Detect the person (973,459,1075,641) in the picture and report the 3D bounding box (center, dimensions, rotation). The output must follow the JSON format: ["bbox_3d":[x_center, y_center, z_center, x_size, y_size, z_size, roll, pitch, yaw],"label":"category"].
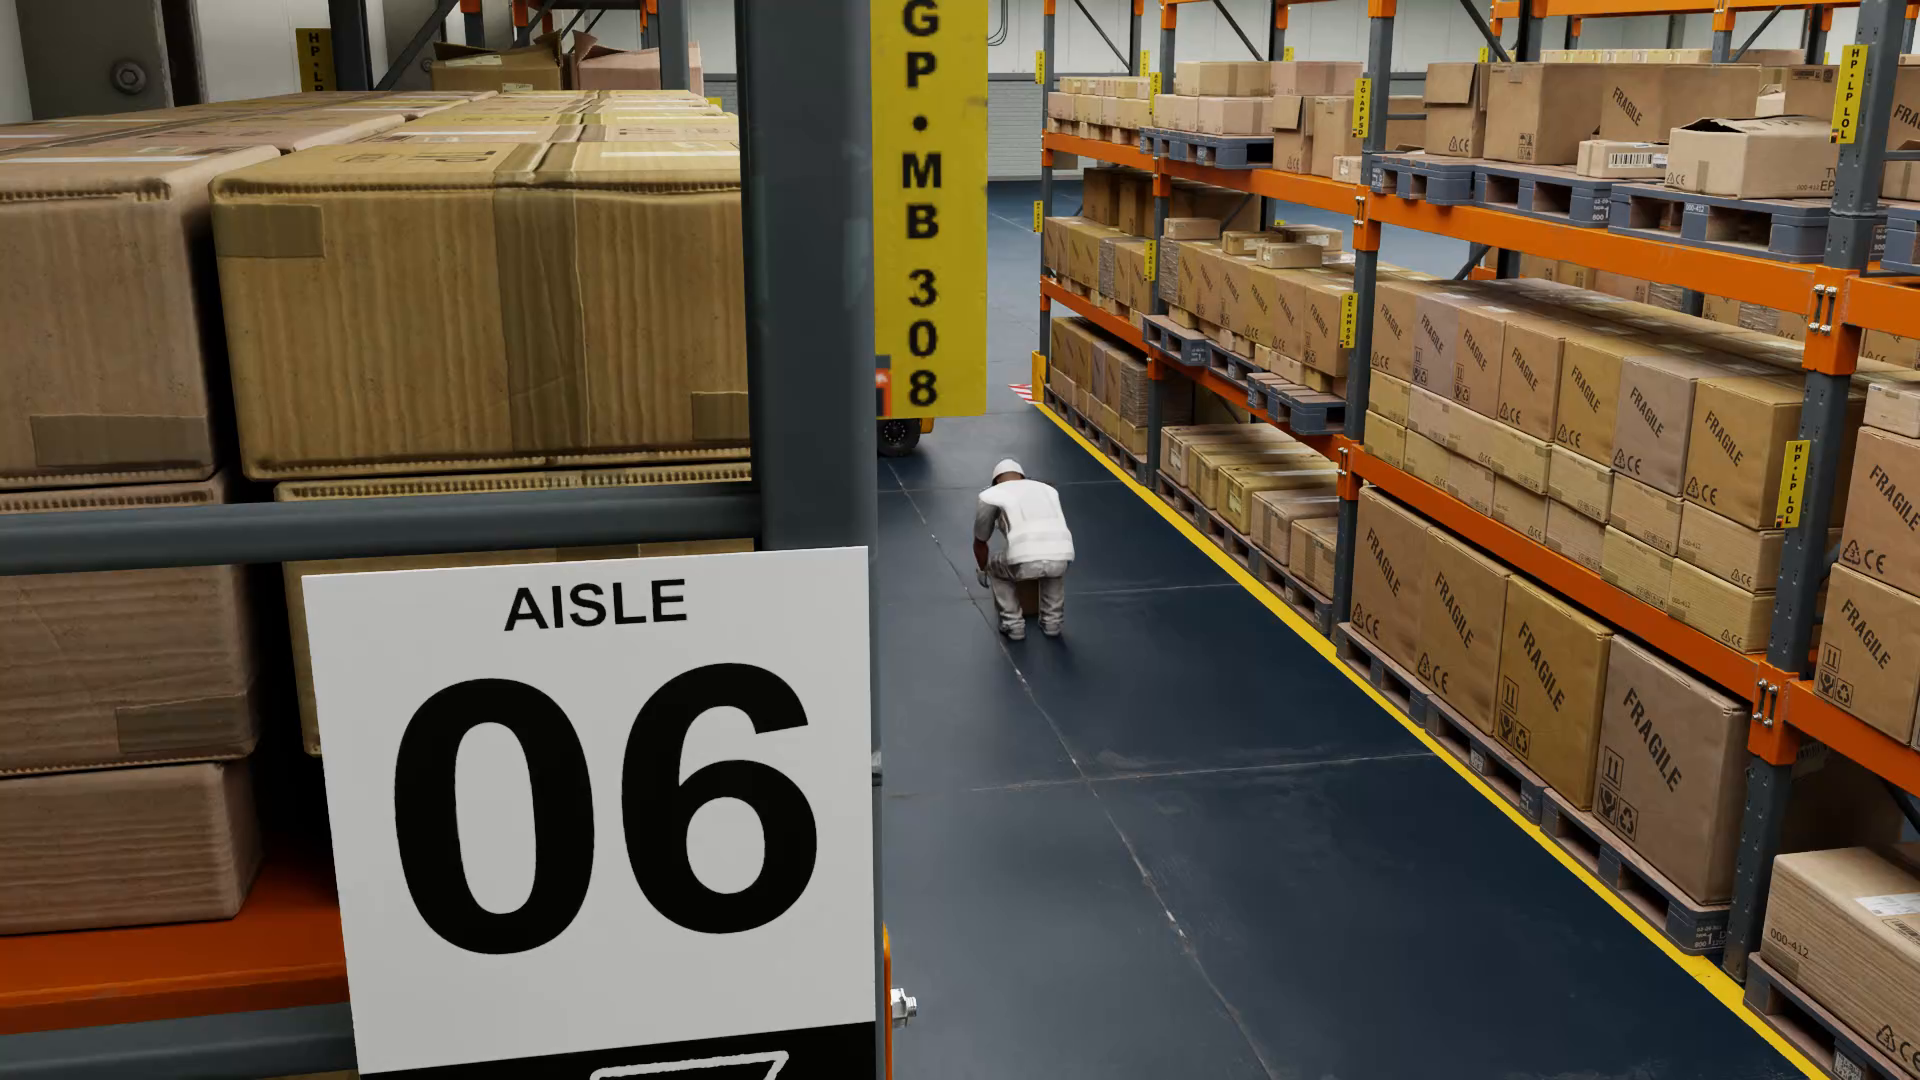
[{"bbox_3d":[0.397,0.070,10.602,0.577,1.037,0.895,-3,16,-11],"label":"person"}]
